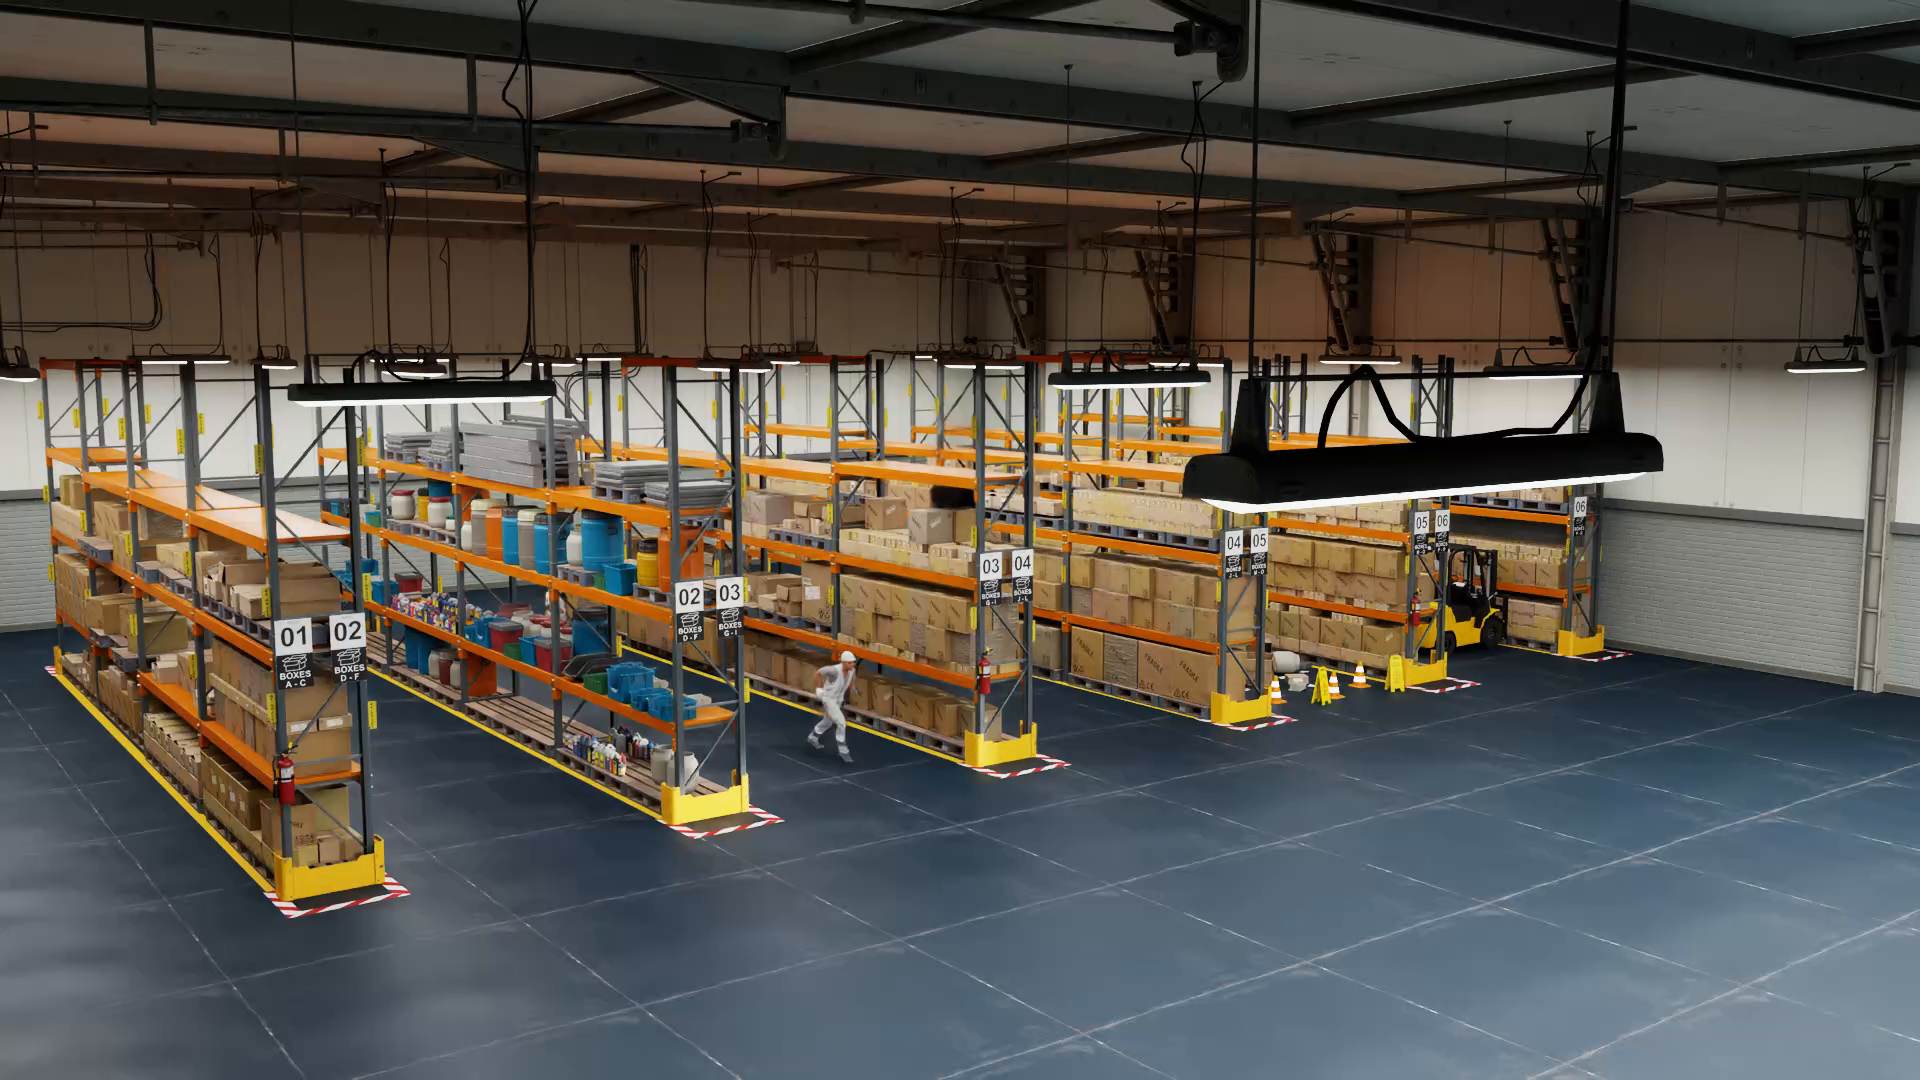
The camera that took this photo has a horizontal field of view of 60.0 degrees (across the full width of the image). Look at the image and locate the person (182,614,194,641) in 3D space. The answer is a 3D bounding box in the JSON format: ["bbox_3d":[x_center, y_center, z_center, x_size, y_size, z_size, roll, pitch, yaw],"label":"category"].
[{"bbox_3d":[-15.275,1.560,32.922,0.518,1.664,0.719,2,7,13],"label":"person"}]

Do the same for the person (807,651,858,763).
[{"bbox_3d":[-1.965,2.497,25.209,1.055,1.731,0.706,6,9,42],"label":"person"}]

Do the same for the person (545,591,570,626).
[{"bbox_3d":[-8.009,1.523,33.165,0.593,1.655,0.763,-6,9,-40],"label":"person"}]
